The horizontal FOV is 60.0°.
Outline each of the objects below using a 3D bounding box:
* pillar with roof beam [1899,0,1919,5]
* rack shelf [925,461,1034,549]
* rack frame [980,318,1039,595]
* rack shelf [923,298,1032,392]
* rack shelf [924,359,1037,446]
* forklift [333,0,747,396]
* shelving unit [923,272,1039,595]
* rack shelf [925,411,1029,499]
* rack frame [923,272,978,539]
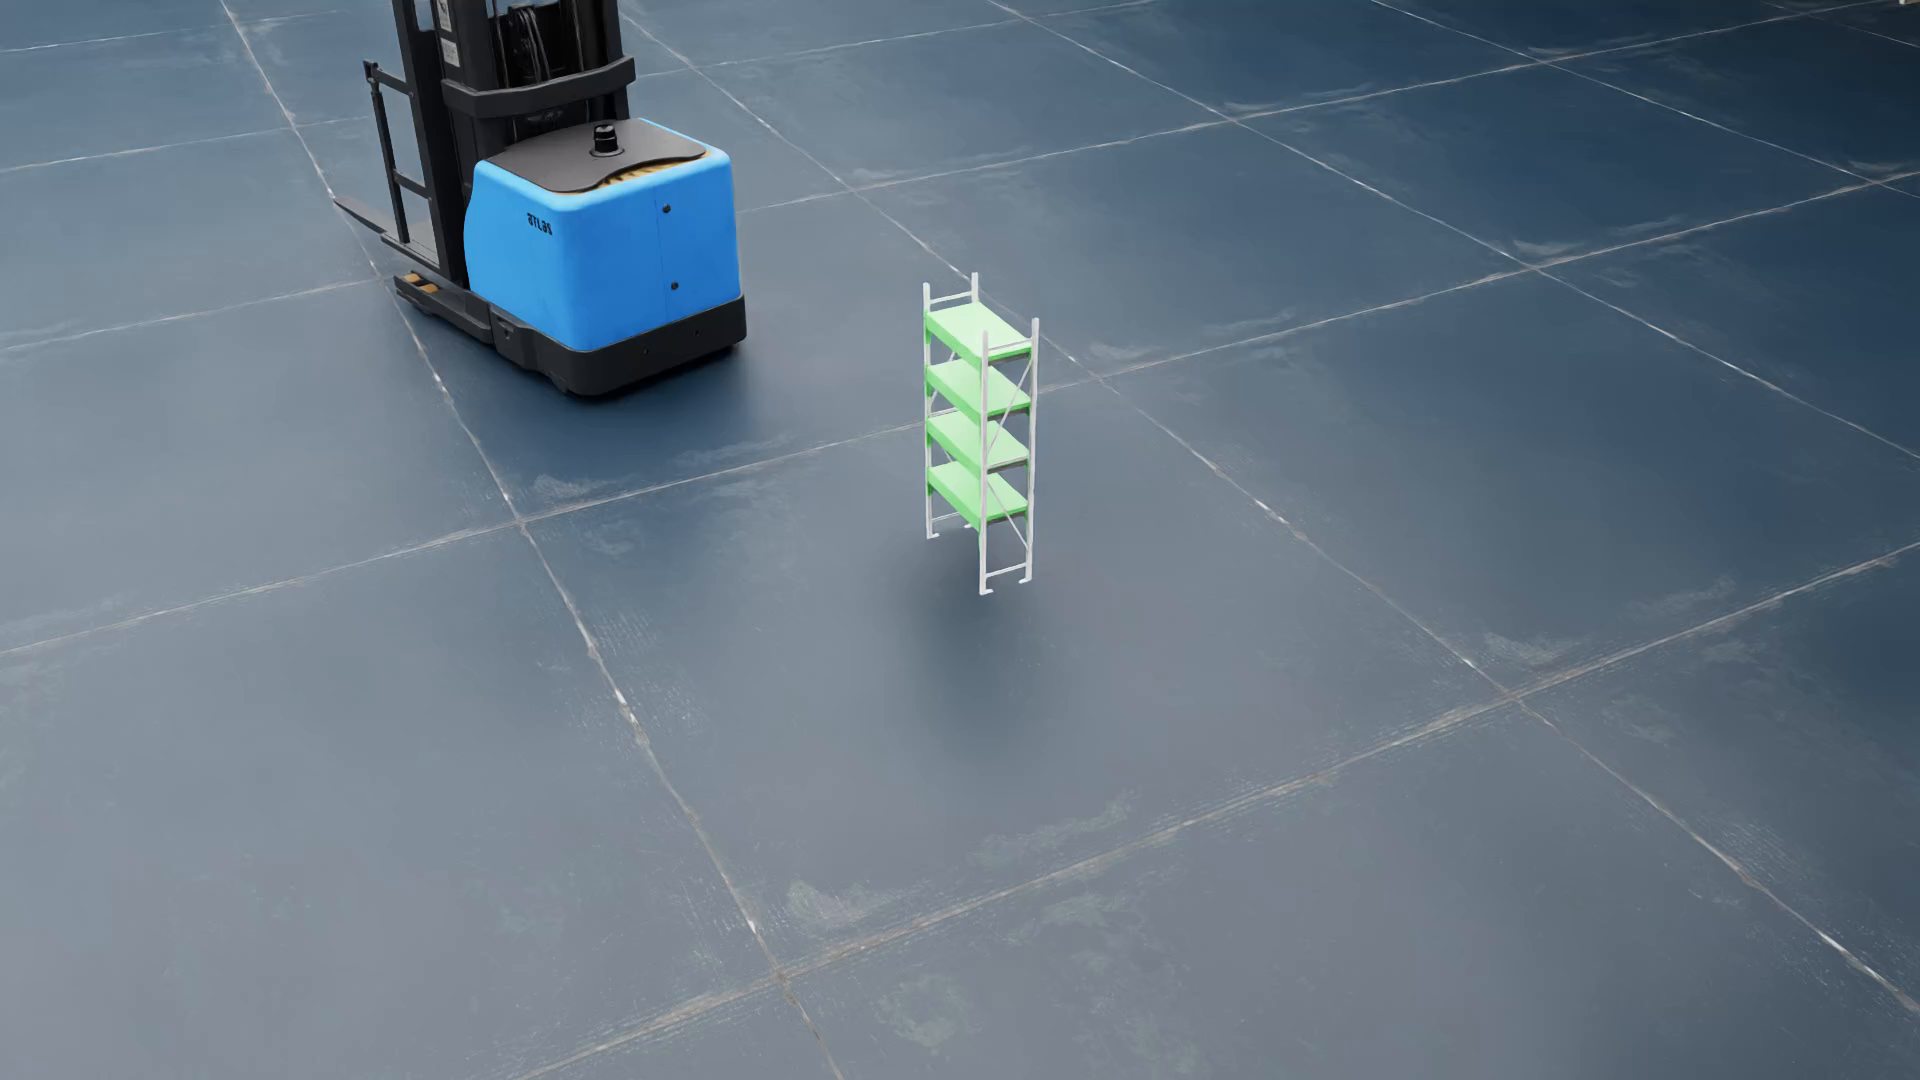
[{"bbox_3d":[4.510,-7.531,10.664,9.100,9.000,0.400,-16,36,-23],"label":"pillar with roof beam"},{"bbox_3d":[0.077,-0.170,6.967,0.258,0.148,0.480,-16,36,-23],"label":"rack shelf"},{"bbox_3d":[0.191,-0.310,6.621,0.240,1.200,0.015,-16,36,-23],"label":"rack frame"},{"bbox_3d":[0.077,-0.777,6.579,0.258,0.148,0.480,-16,36,-23],"label":"rack shelf"},{"bbox_3d":[0.077,-0.574,6.708,0.258,0.148,0.480,-16,36,-23],"label":"rack shelf"},{"bbox_3d":[-2.509,-2.650,8.669,1.130,2.935,3.031,-27,42,-36],"label":"forklift"},{"bbox_3d":[0.077,-0.426,6.803,0.258,1.200,0.503,-16,36,-23],"label":"shelving unit"},{"bbox_3d":[0.077,-0.372,6.837,0.258,0.148,0.480,-16,36,-23],"label":"rack shelf"},{"bbox_3d":[-0.037,-0.543,6.985,0.240,1.200,0.015,-16,36,-23],"label":"rack frame"}]
